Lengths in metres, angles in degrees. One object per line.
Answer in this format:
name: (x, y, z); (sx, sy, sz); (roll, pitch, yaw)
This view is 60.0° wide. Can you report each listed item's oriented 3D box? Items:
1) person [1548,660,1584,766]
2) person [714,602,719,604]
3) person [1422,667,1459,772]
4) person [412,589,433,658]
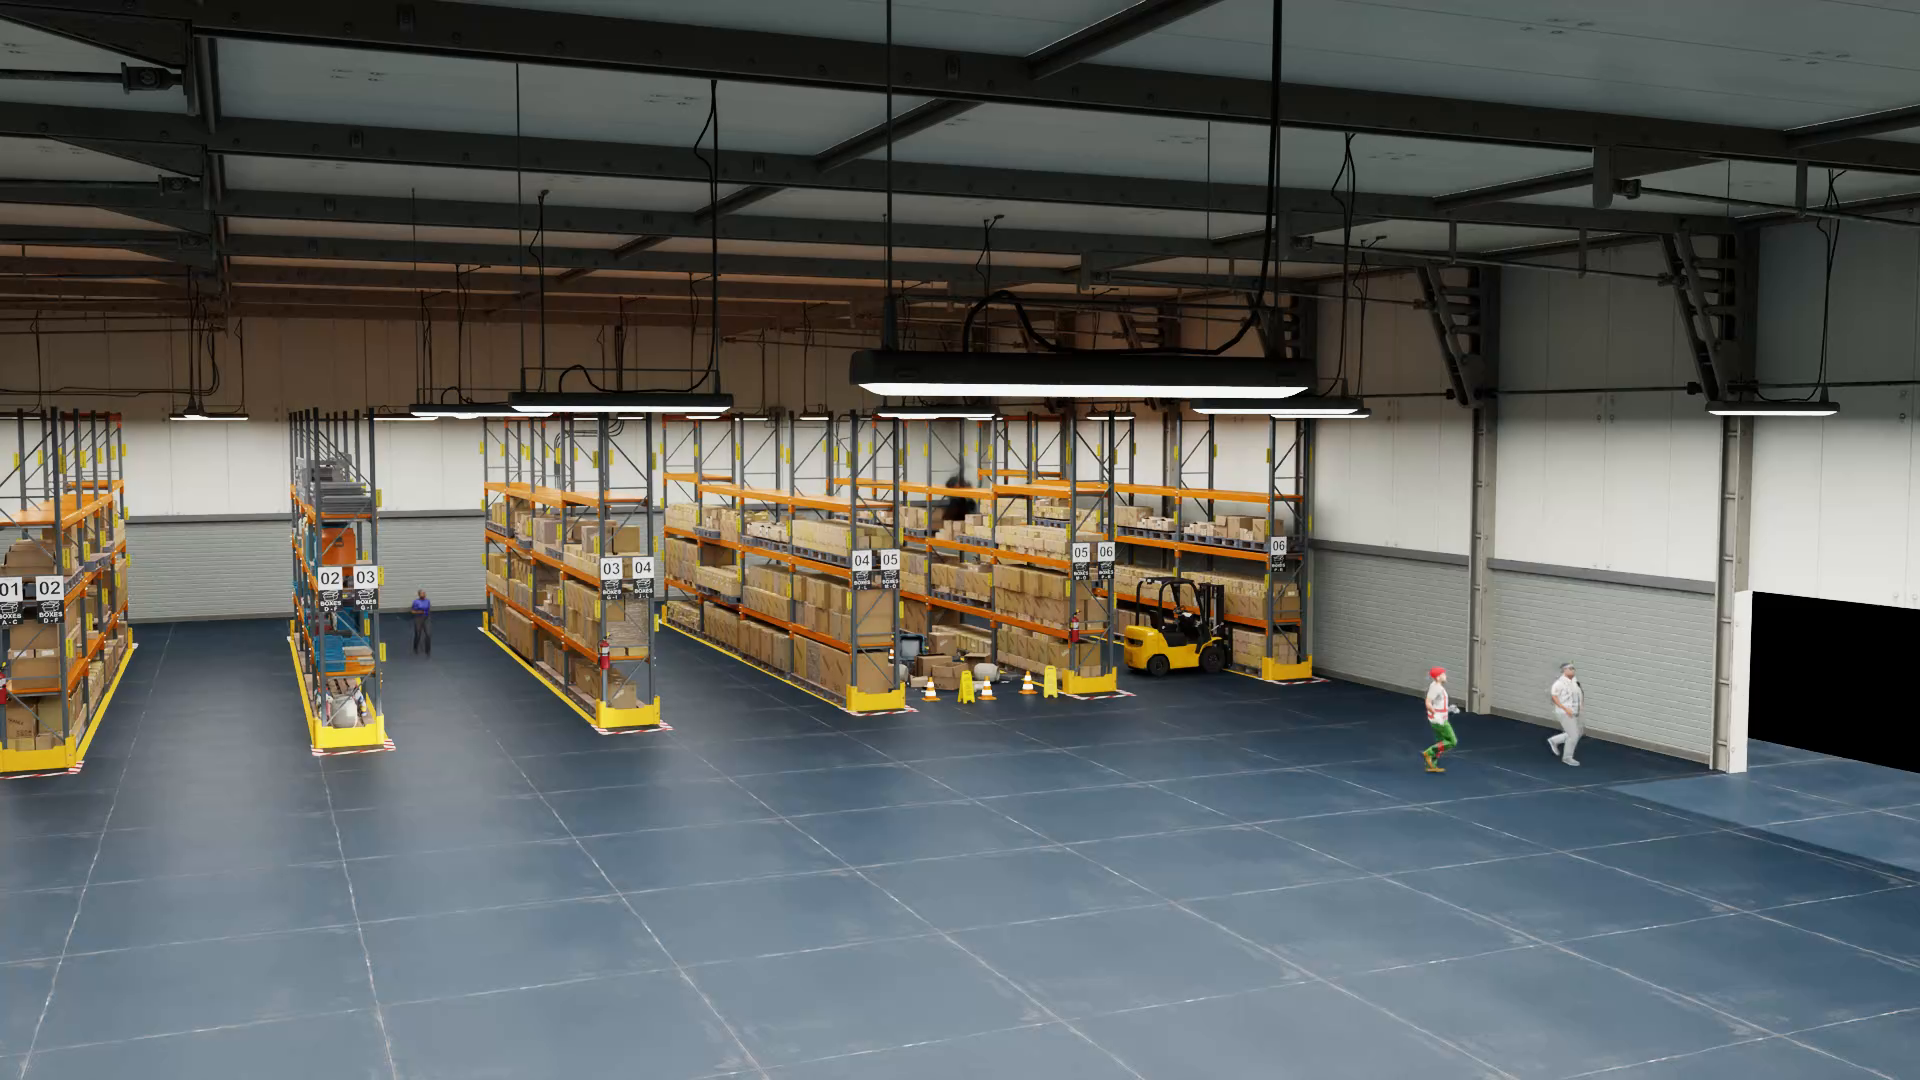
person: (10.217, 2.893, 28.071); (0.658, 1.763, 0.612); (-3, 5, -41)
person: (-7.078, 1.461, 49.168); (0.642, 1.685, 0.673); (3, 5, 41)
person: (7.878, 2.943, 27.235); (0.587, 1.739, 0.656); (1, 4, 13)
person: (-13.205, 2.042, 40.794); (0.519, 1.706, 0.828); (-3, 5, -34)
